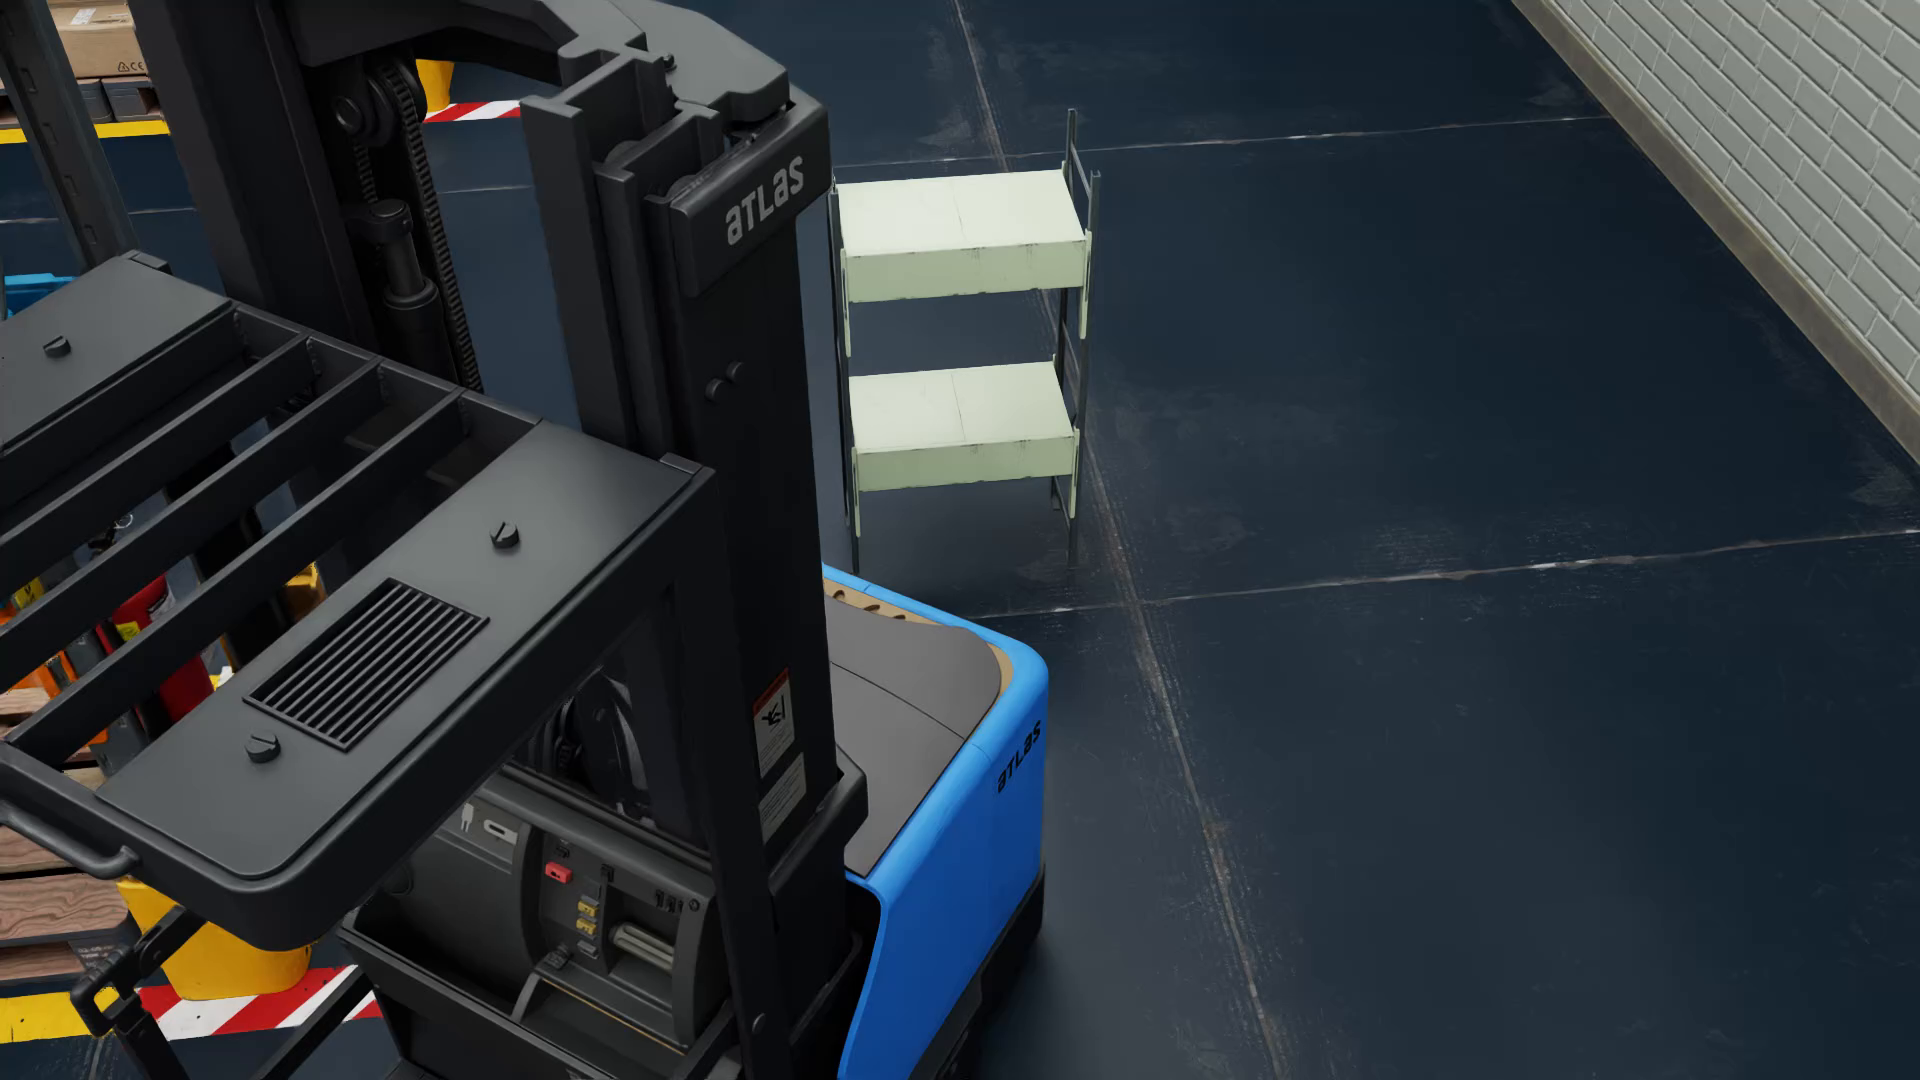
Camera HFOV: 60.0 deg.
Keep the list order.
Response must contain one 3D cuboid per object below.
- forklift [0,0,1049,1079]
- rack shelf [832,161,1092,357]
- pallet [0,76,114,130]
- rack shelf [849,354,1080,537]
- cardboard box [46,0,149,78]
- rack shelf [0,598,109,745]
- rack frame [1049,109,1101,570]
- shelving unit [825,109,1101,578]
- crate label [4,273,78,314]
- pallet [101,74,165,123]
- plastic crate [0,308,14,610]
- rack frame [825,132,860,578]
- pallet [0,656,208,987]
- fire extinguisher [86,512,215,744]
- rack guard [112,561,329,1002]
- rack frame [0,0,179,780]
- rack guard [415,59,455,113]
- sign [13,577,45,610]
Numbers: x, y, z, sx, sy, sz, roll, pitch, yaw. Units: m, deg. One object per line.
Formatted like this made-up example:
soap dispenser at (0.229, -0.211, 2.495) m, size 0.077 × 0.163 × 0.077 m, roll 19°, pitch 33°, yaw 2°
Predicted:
forklift at (-0.935, 0.675, 2.814) m, size 1.130 × 2.935 × 3.031 m, roll 20°, pitch 46°, yaw 21°
rack shelf at (-0.007, -0.846, 4.986) m, size 0.720 × 0.370 × 0.431 m, roll -5°, pitch 42°, yaw -6°
pallet at (-4.726, -2.355, 8.204) m, size 1.213 × 0.211 × 1.003 m, roll -5°, pitch 42°, yaw -6°
rack shelf at (-0.007, -0.314, 5.465) m, size 0.720 × 0.370 × 0.431 m, roll -5°, pitch 42°, yaw -6°
cardboard box at (-4.106, -2.440, 7.940) m, size 0.500 × 0.250 × 0.500 m, roll -5°, pitch 42°, yaw -6°
rack shelf at (-3.997, 0.160, 3.870) m, size 4.000 × 0.370 × 1.077 m, roll -5°, pitch 42°, yaw -6°
rack frame at (0.356, -0.588, 5.282) m, size 0.023 × 1.500 × 0.400 m, roll -5°, pitch 42°, yaw -6°
shelving unit at (-0.007, -0.556, 5.247) m, size 0.755 × 1.500 × 0.431 m, roll -5°, pitch 42°, yaw -6°
crate label at (-2.302, -0.438, 4.077) m, size 0.303 × 0.233 × 0.416 m, roll -5°, pitch 42°, yaw -6°
pallet at (-3.518, -2.459, 8.319) m, size 1.213 × 0.211 × 1.003 m, roll -5°, pitch 42°, yaw -6°
plastic crate at (-2.322, -0.163, 3.620) m, size 0.499 × 0.435 × 0.616 m, roll -5°, pitch 42°, yaw -6°
rack frame at (-0.370, -0.525, 5.212) m, size 0.023 × 1.500 × 0.400 m, roll -5°, pitch 42°, yaw -6°
pallet at (-2.837, 0.800, 4.705) m, size 1.213 × 0.211 × 1.003 m, roll -5°, pitch 42°, yaw -6°
fire extinguisher at (-1.806, 0.175, 3.653) m, size 0.183 × 0.674 × 0.296 m, roll -5°, pitch 42°, yaw -6°
rack guard at (-1.992, 0.636, 4.671) m, size 0.348 × 0.500 × 1.175 m, roll -5°, pitch 42°, yaw -6°
rack frame at (-2.014, -0.281, 3.822) m, size 0.127 × 3.000 × 1.000 m, roll -5°, pitch 42°, yaw -6°
rack guard at (-2.728, -2.636, 8.299) m, size 0.348 × 0.500 × 1.175 m, roll -5°, pitch 42°, yaw -6°
sign at (-1.927, 0.022, 3.364) m, size 0.005 × 0.325 × 0.100 m, roll -5°, pitch 42°, yaw -6°
